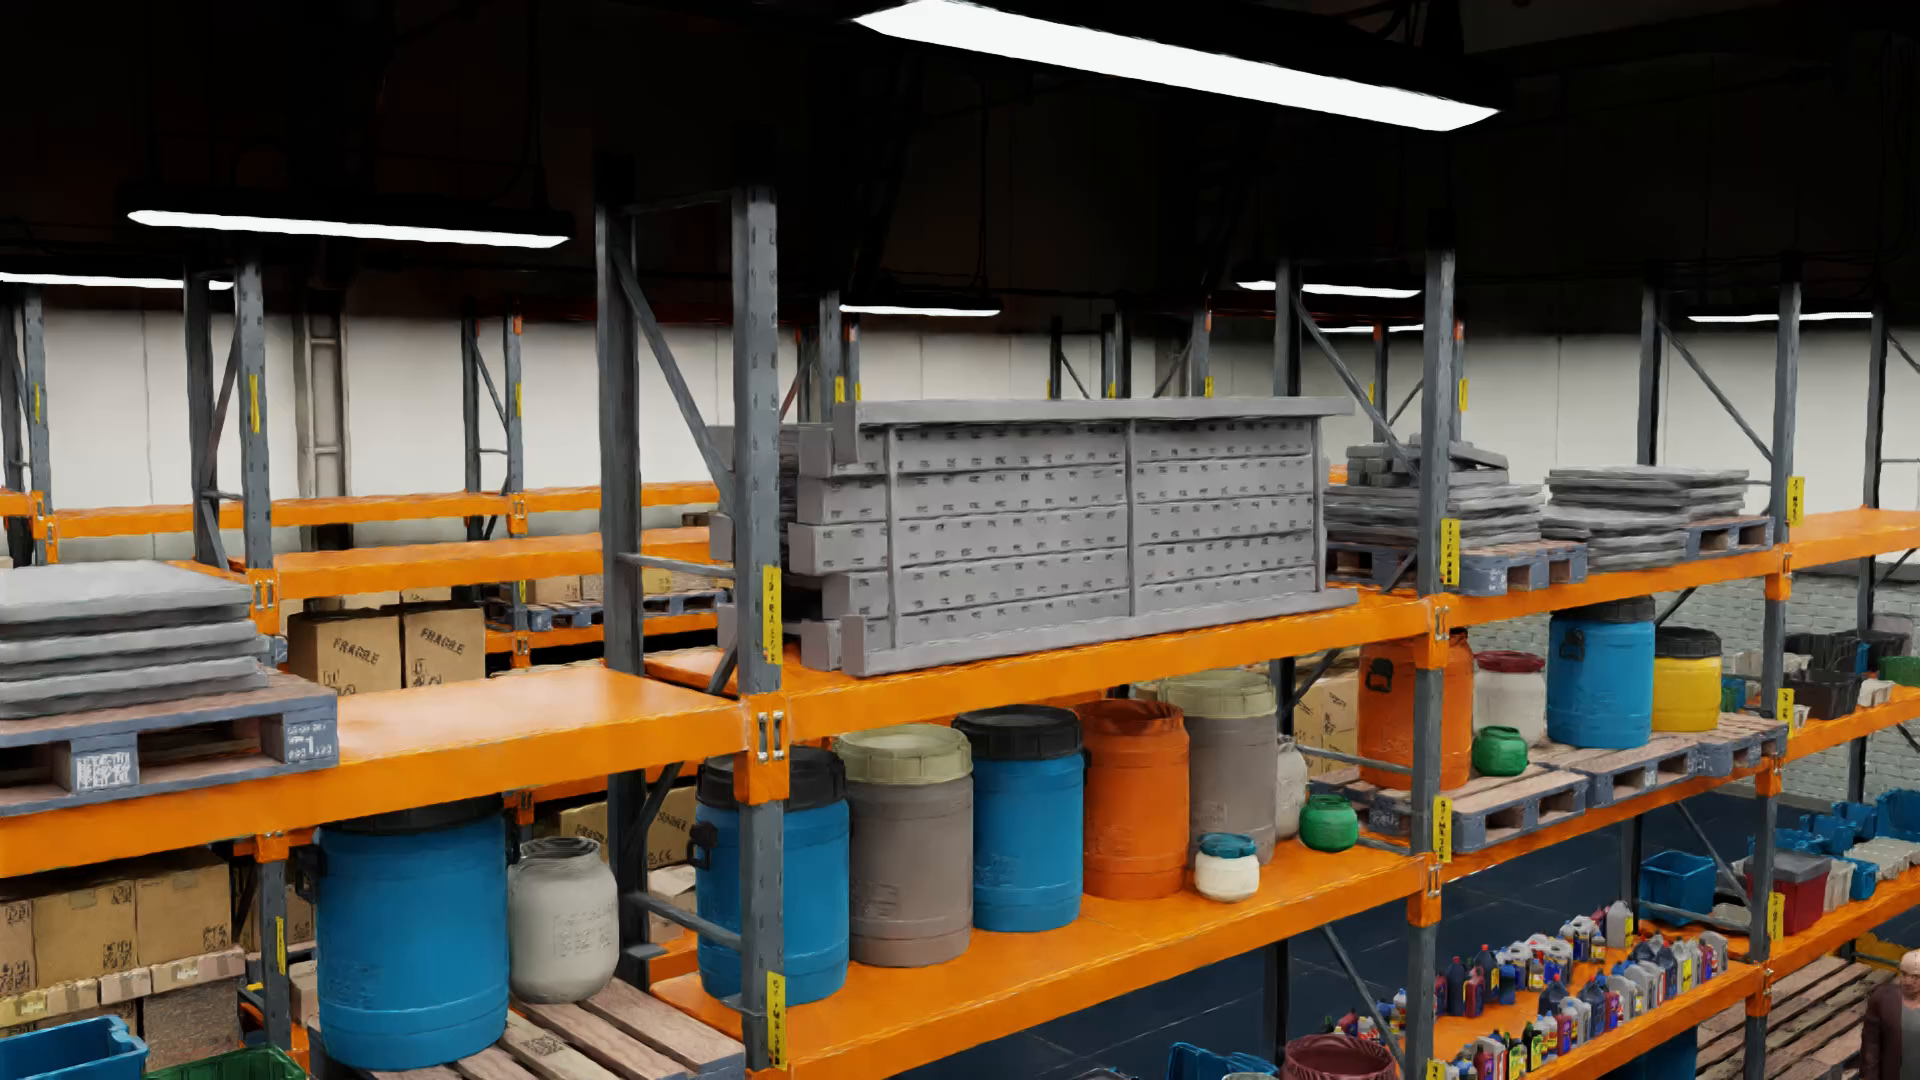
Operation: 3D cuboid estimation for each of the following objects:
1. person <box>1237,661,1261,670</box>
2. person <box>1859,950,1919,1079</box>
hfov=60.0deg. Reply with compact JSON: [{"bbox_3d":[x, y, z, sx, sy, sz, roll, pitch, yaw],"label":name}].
[{"bbox_3d":[4.008,2.225,22.510,0.572,1.634,0.687,5,7,40],"label":"person"},{"bbox_3d":[5.820,3.335,10.177,1.186,1.694,0.601,-5,7,-43],"label":"person"}]
